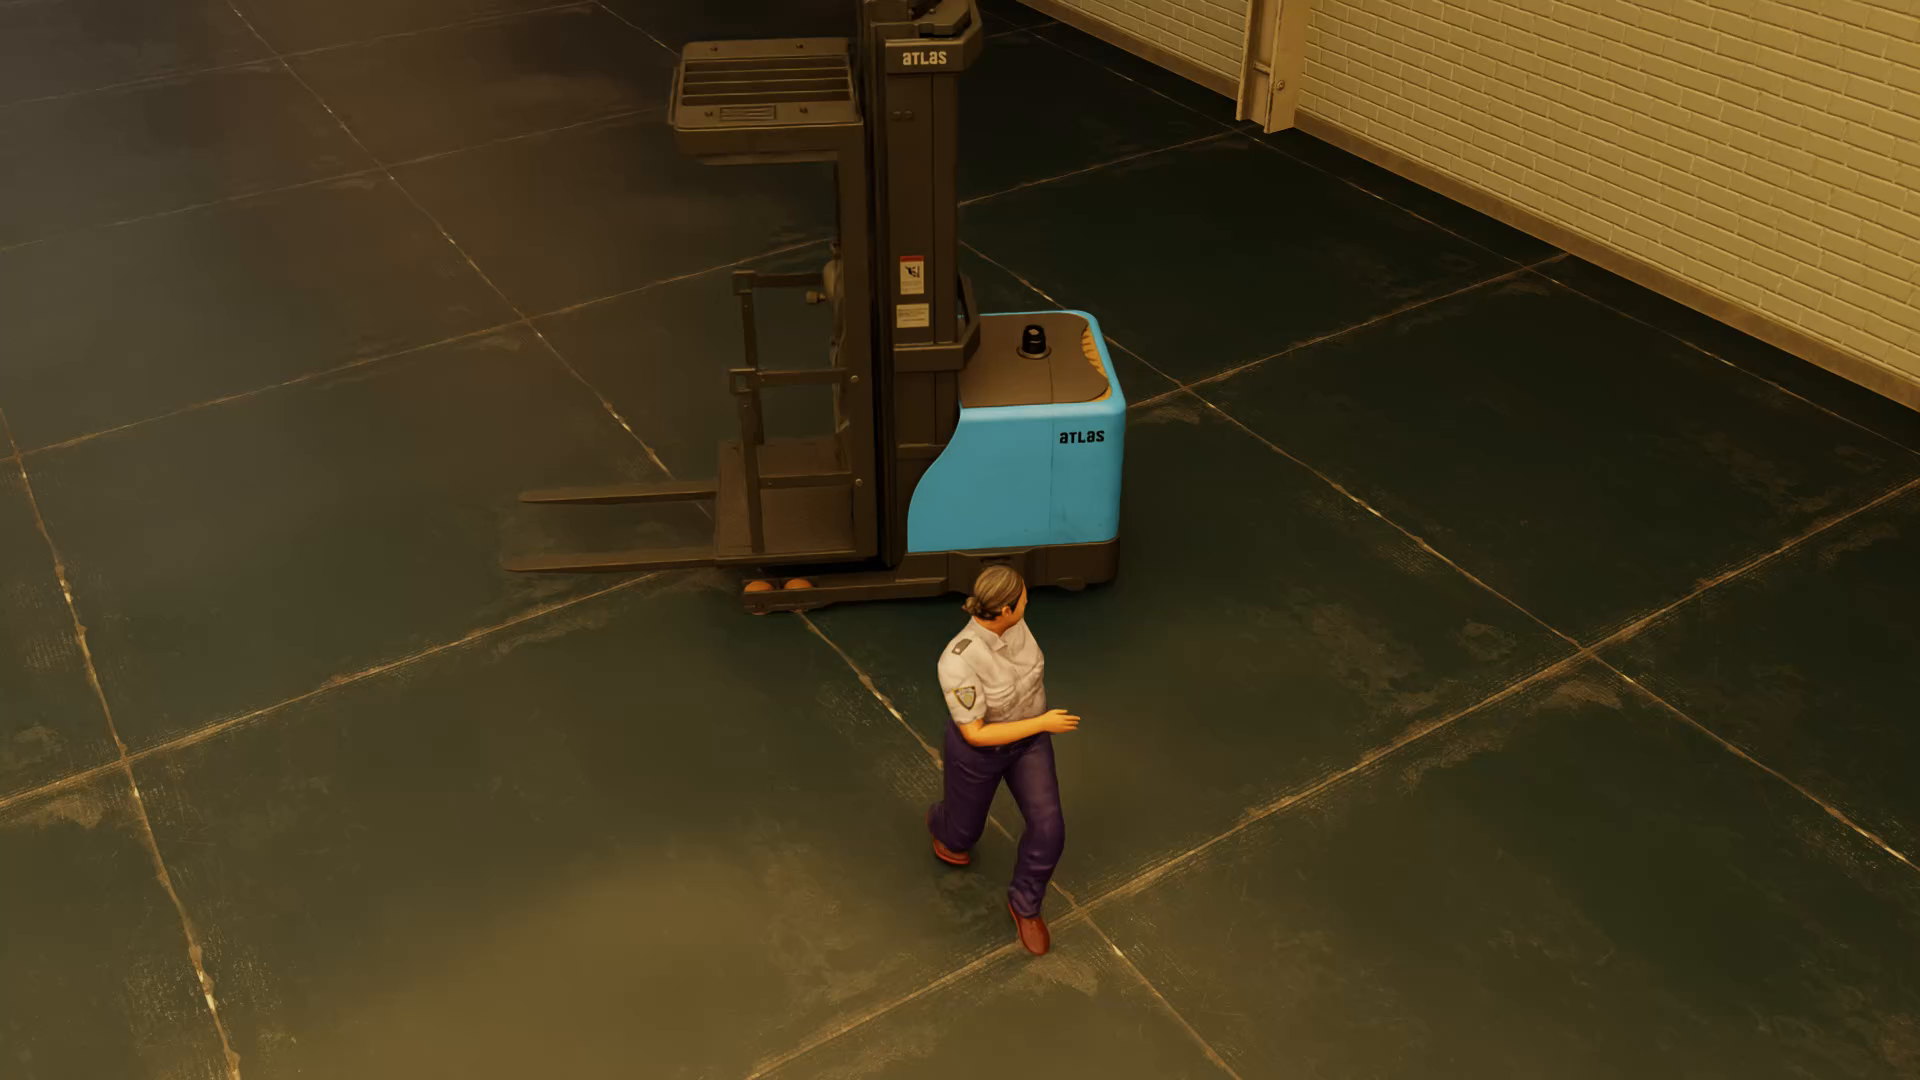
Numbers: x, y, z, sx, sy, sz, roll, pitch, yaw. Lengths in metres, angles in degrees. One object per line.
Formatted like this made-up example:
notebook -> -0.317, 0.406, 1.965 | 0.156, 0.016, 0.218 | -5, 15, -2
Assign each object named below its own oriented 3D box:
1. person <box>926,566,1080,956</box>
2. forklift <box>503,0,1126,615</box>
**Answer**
person -> 0.134, 0.761, 6.288 | 0.509, 1.574, 0.854 | -19, 39, -25
forklift -> -0.755, -1.150, 7.784 | 3.031, 2.935, 1.130 | -3, 35, -5
